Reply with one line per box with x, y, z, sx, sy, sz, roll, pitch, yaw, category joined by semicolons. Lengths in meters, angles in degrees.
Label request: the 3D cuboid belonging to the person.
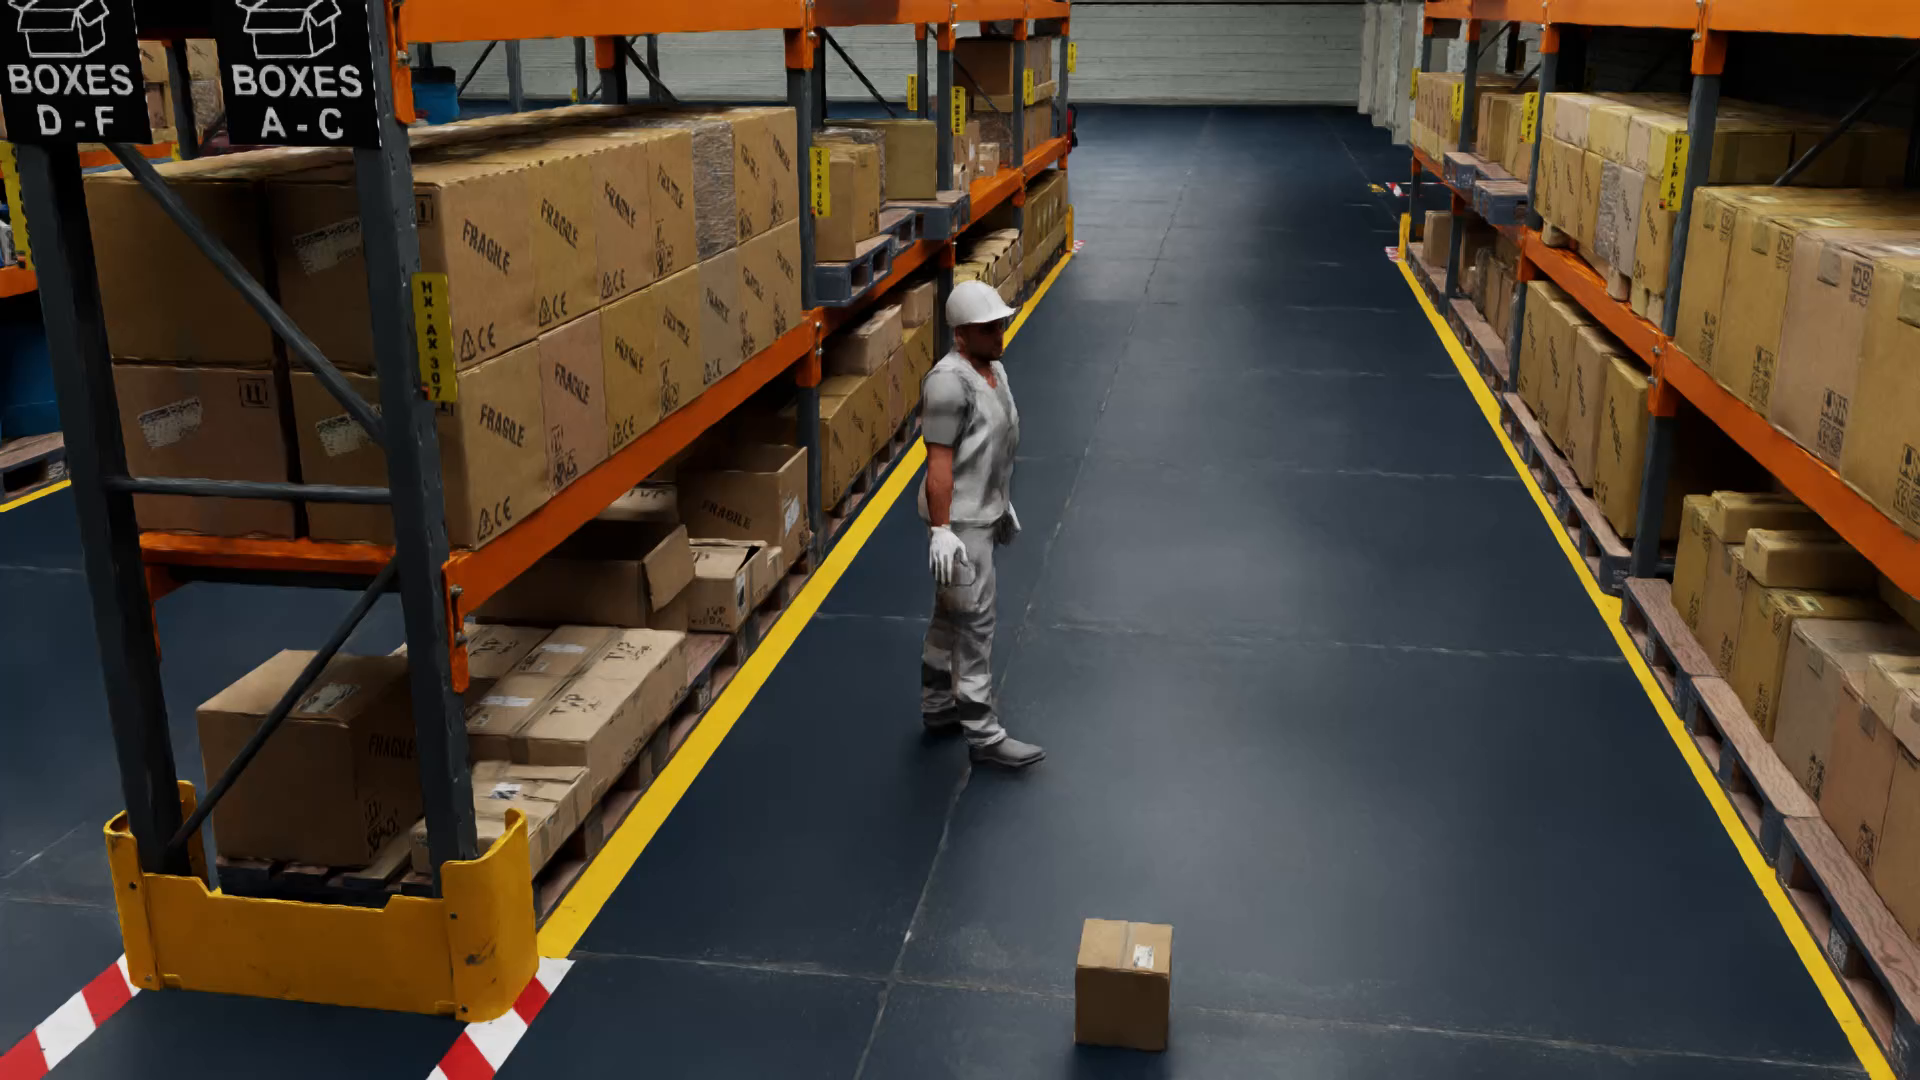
0.078;-0.057;6.110;0.577;1.787;0.689;5;19;17;person
